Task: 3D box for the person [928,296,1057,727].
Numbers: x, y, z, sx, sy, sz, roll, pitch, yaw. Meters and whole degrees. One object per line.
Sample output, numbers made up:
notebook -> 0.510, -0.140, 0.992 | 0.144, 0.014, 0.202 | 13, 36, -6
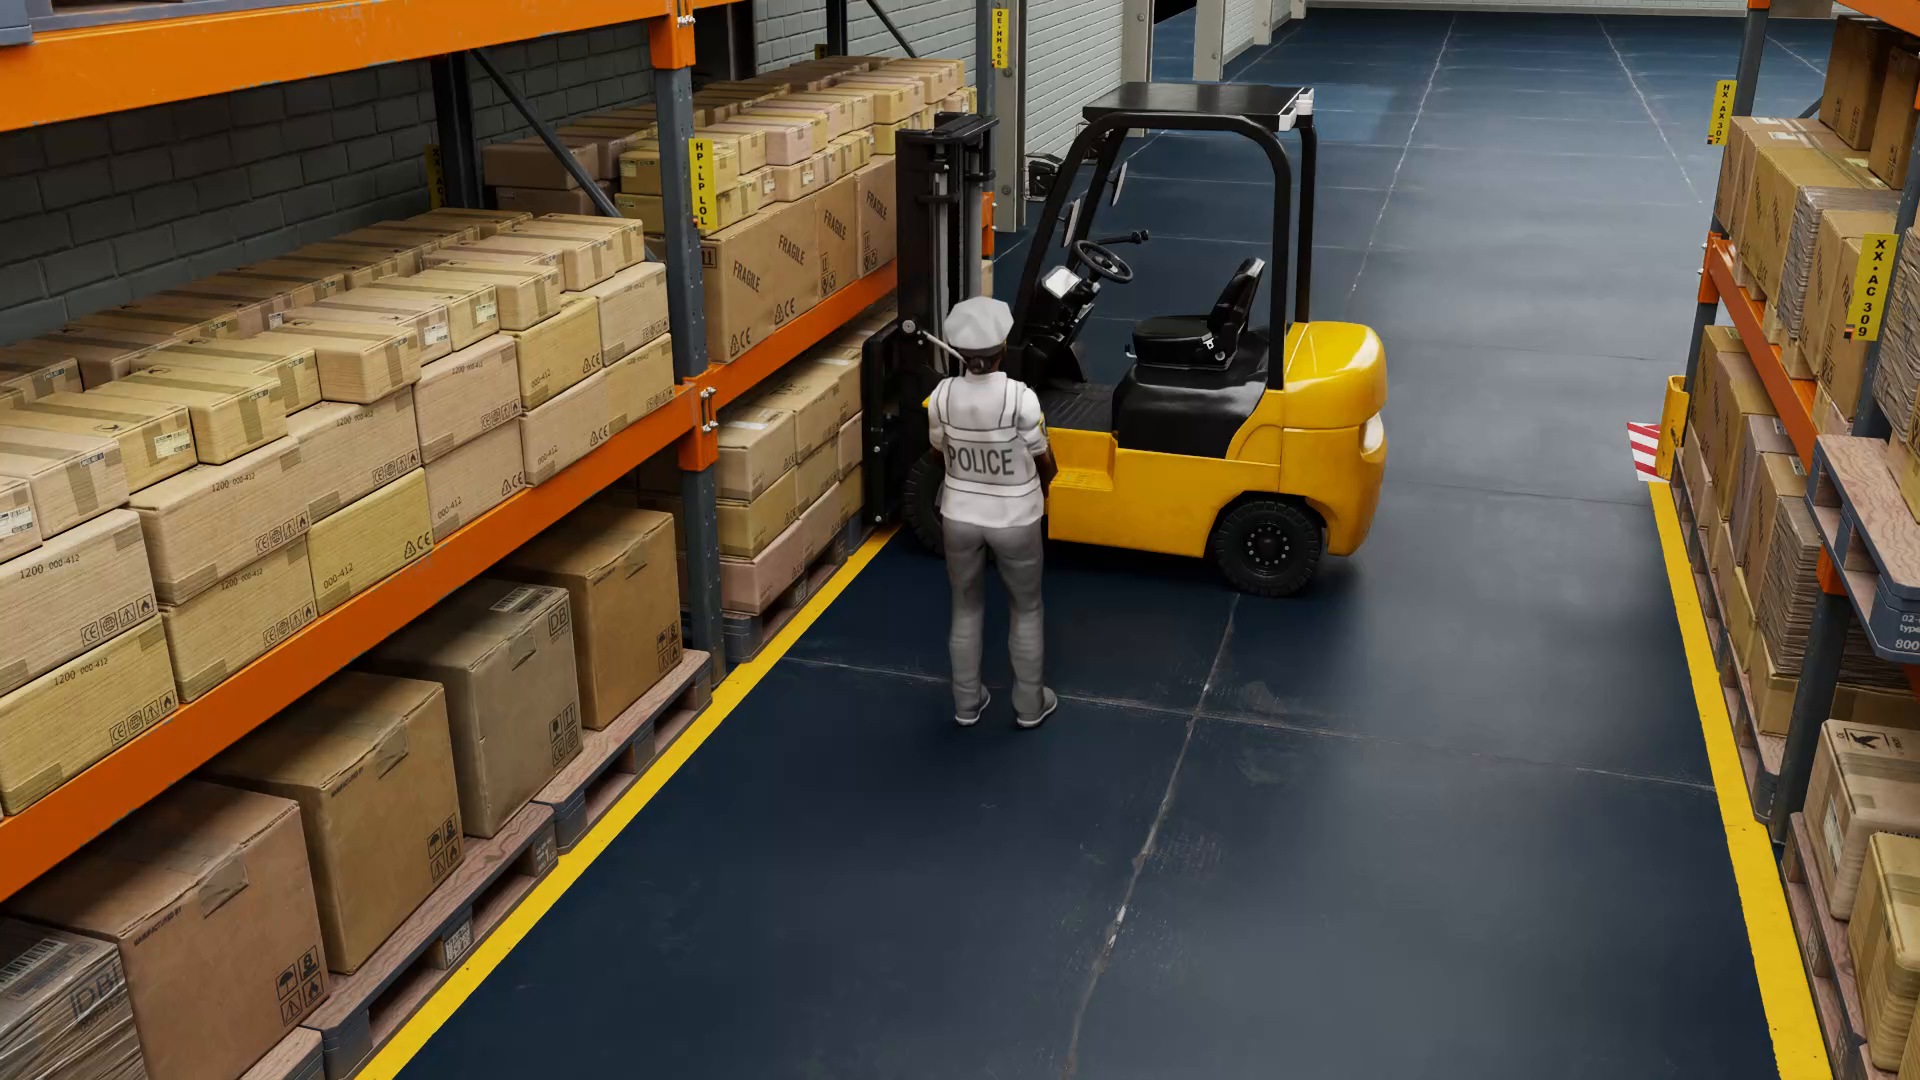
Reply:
person -> 0.129, -0.099, 6.281 | 0.471, 1.702, 0.522 | 6, 23, 15
